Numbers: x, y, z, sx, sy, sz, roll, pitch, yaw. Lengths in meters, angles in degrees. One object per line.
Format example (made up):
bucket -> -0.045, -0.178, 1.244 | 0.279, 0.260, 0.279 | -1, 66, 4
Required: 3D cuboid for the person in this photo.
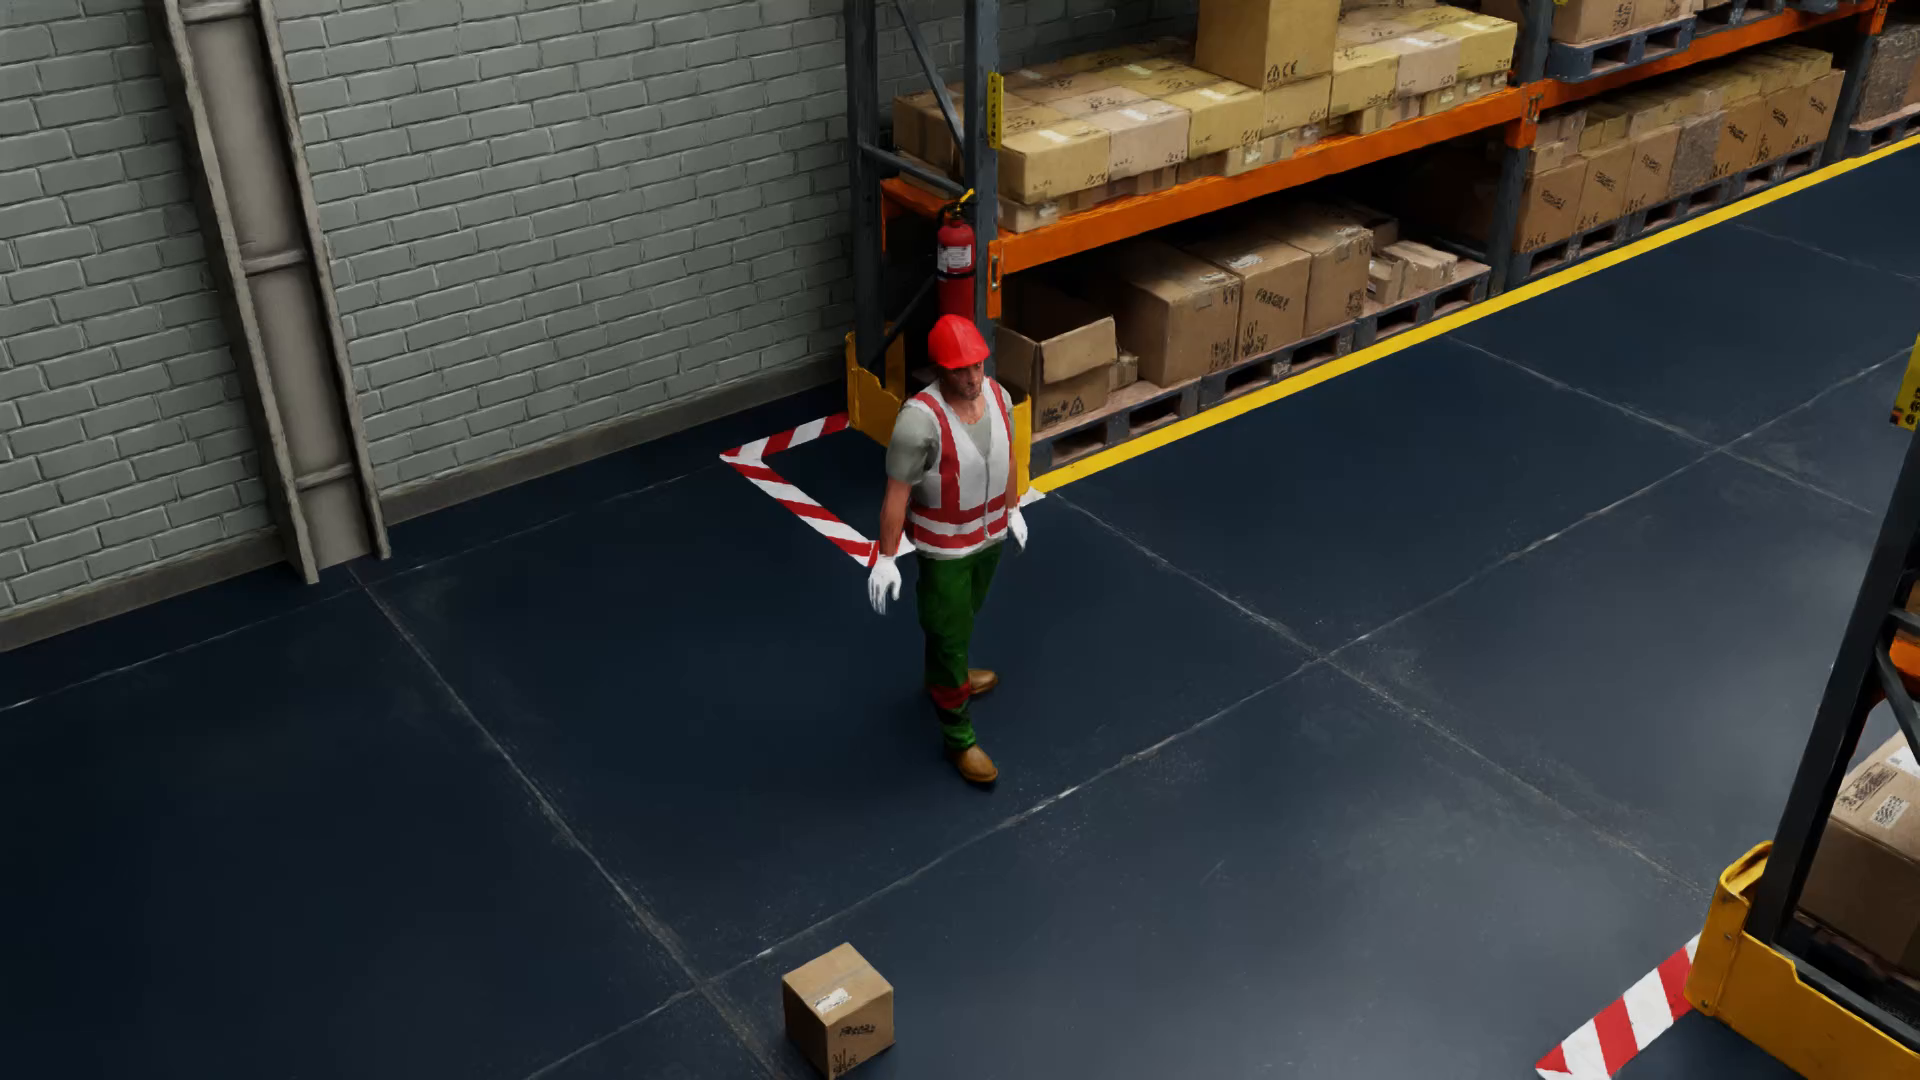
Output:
person -> -0.022, 0.029, 6.061 | 0.629, 1.791, 0.754 | 27, 41, 36
